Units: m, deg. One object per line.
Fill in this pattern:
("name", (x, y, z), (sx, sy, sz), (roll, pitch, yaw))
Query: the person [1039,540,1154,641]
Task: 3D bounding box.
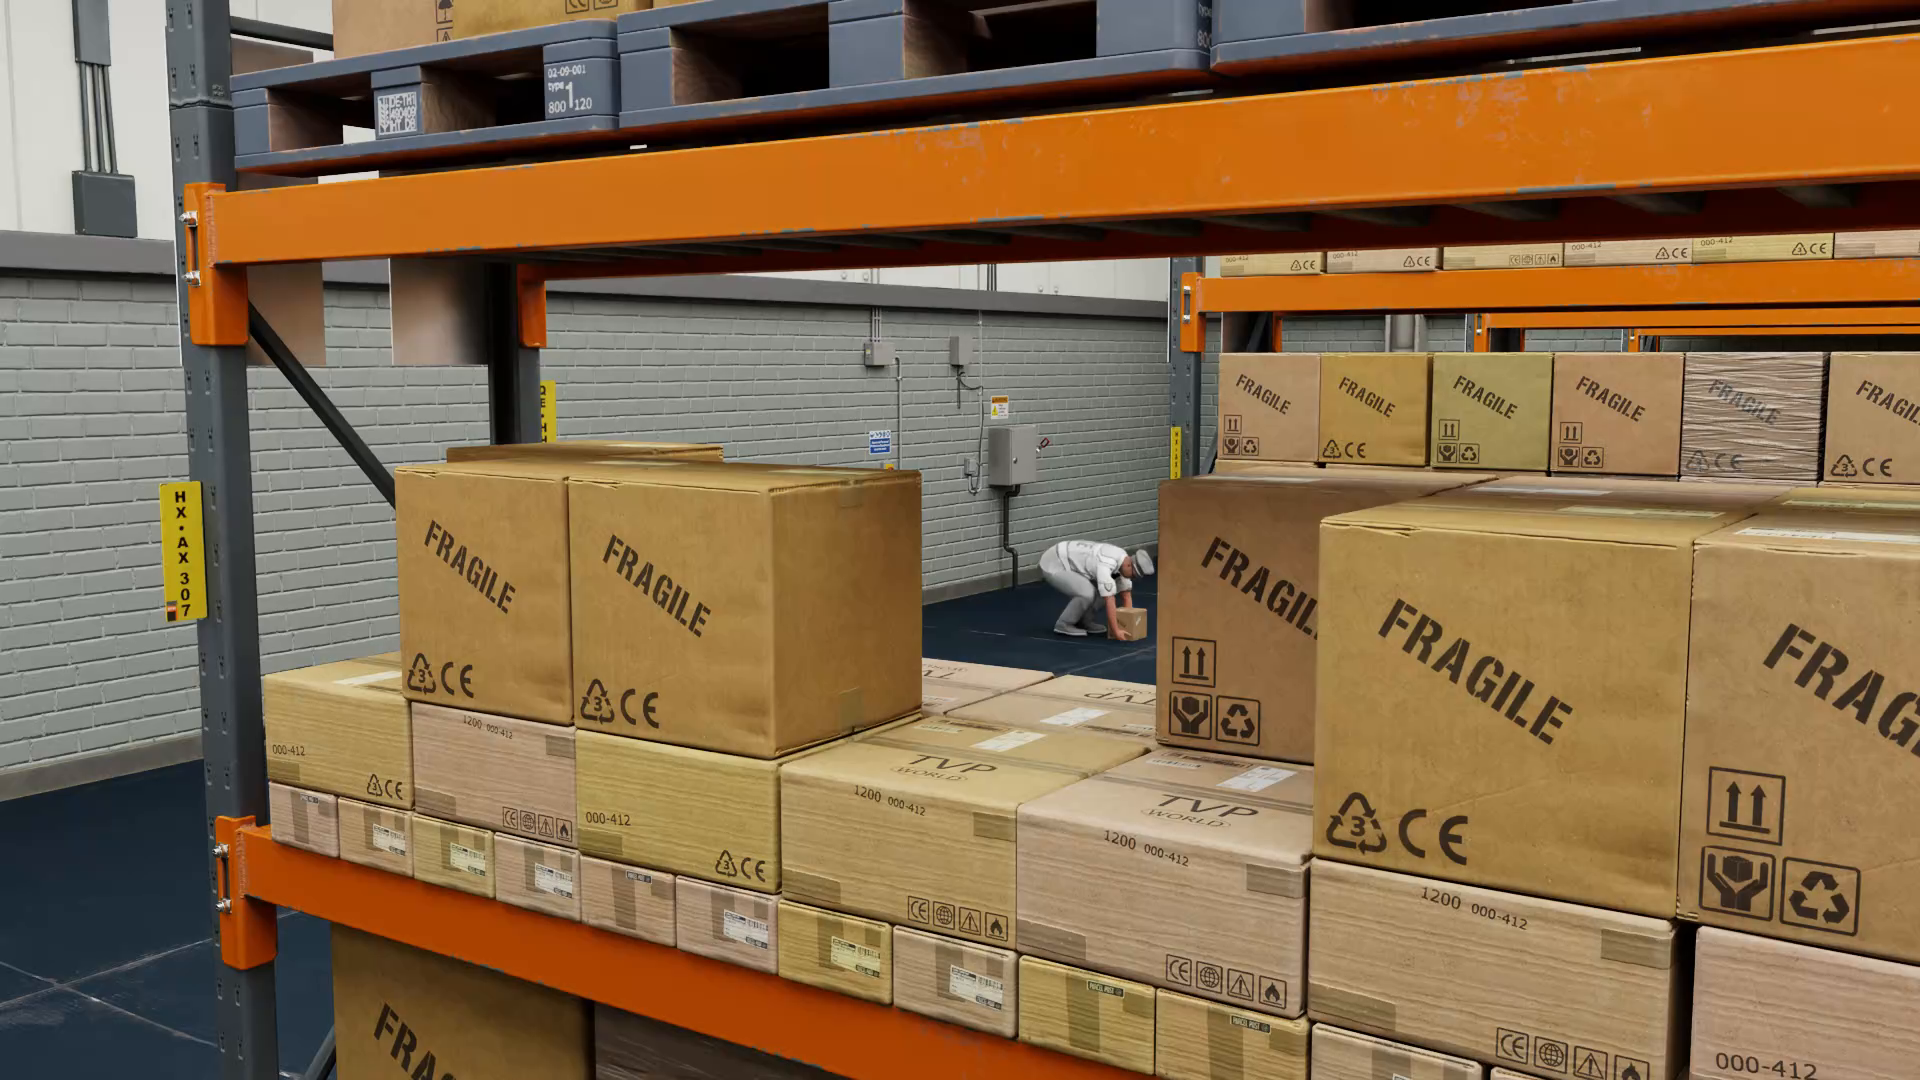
("person", (1.203, 0.434, 14.600), (1.031, 0.852, 0.525), (4, 7, 32))
